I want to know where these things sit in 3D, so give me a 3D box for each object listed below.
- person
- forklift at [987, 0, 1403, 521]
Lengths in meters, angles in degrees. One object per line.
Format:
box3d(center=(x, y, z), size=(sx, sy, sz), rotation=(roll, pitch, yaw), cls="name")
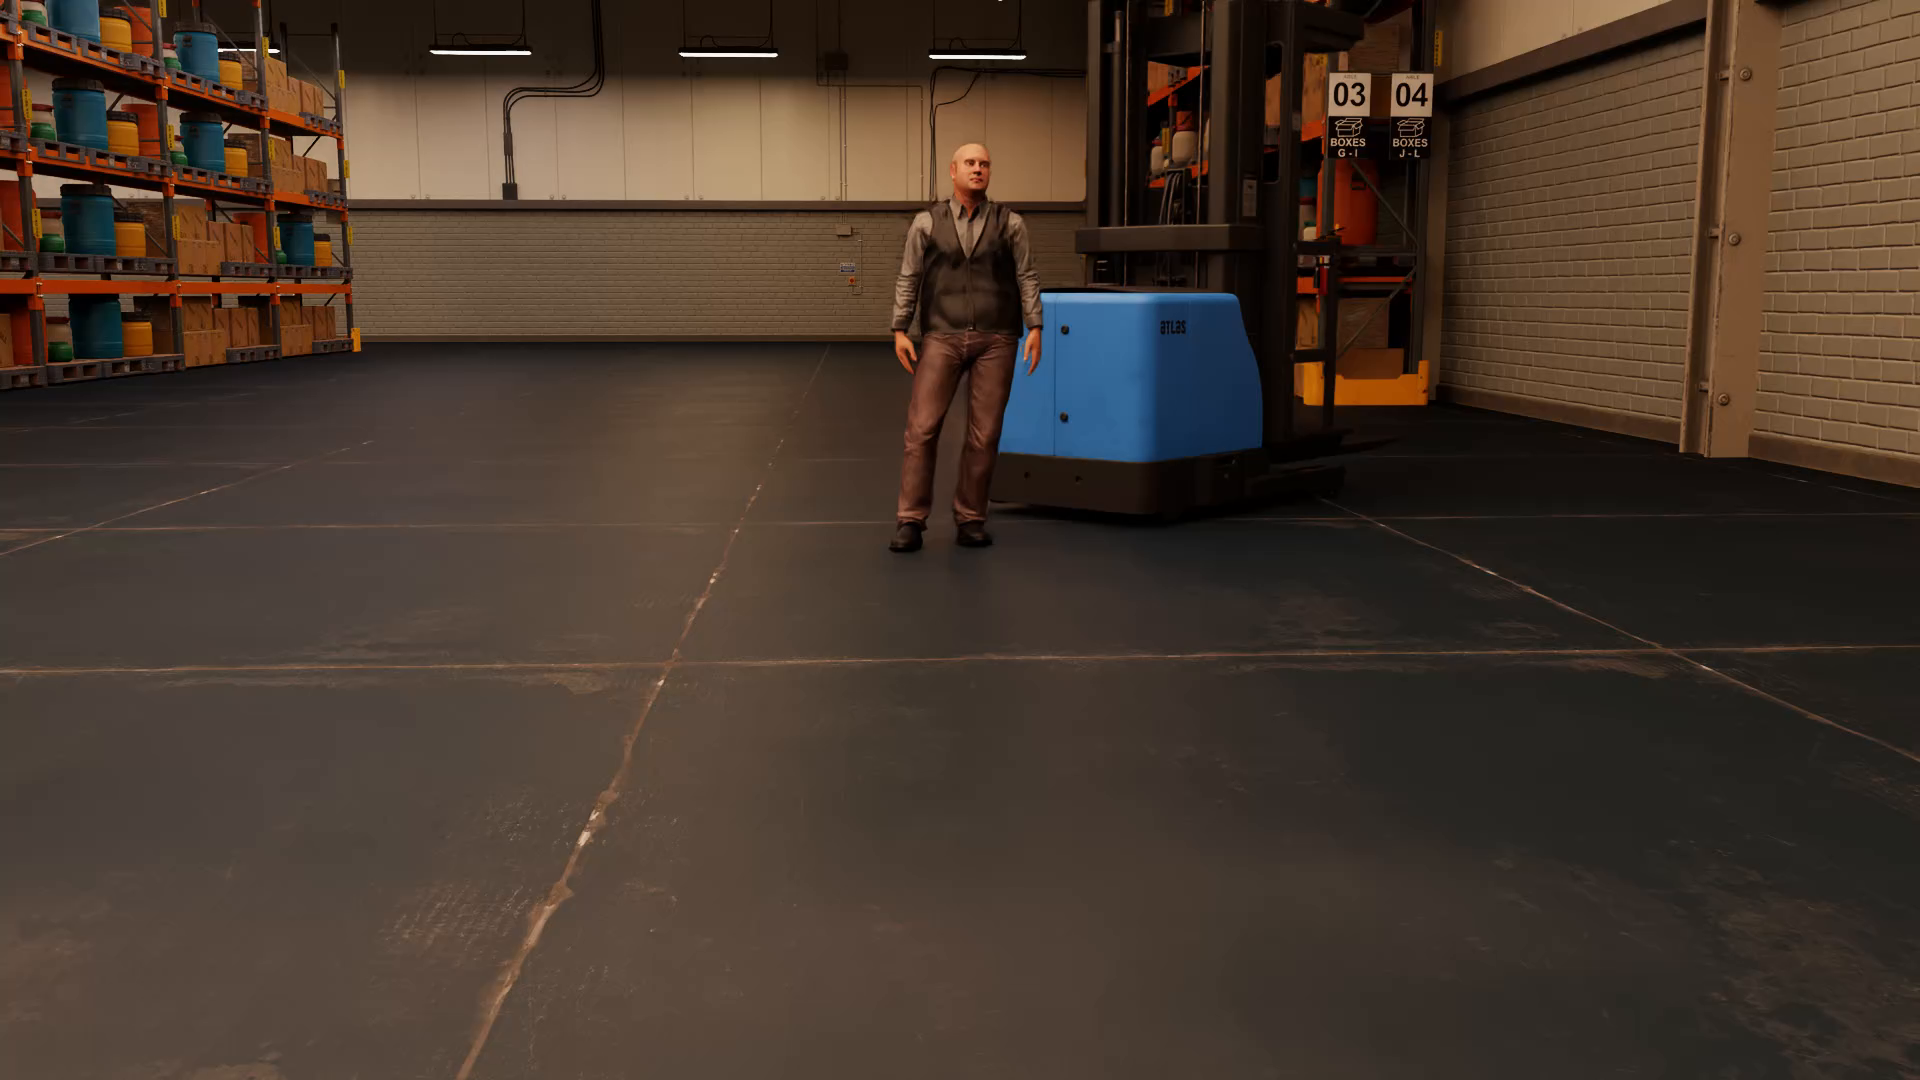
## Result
box3d(center=(0.030, -0.824, 7.084), size=(0.663, 1.713, 0.563), rotation=(0, 8, -1), cls="person")
box3d(center=(1.416, -1.707, 8.824), size=(1.130, 2.935, 3.031), rotation=(7, 11, 40), cls="forklift")
